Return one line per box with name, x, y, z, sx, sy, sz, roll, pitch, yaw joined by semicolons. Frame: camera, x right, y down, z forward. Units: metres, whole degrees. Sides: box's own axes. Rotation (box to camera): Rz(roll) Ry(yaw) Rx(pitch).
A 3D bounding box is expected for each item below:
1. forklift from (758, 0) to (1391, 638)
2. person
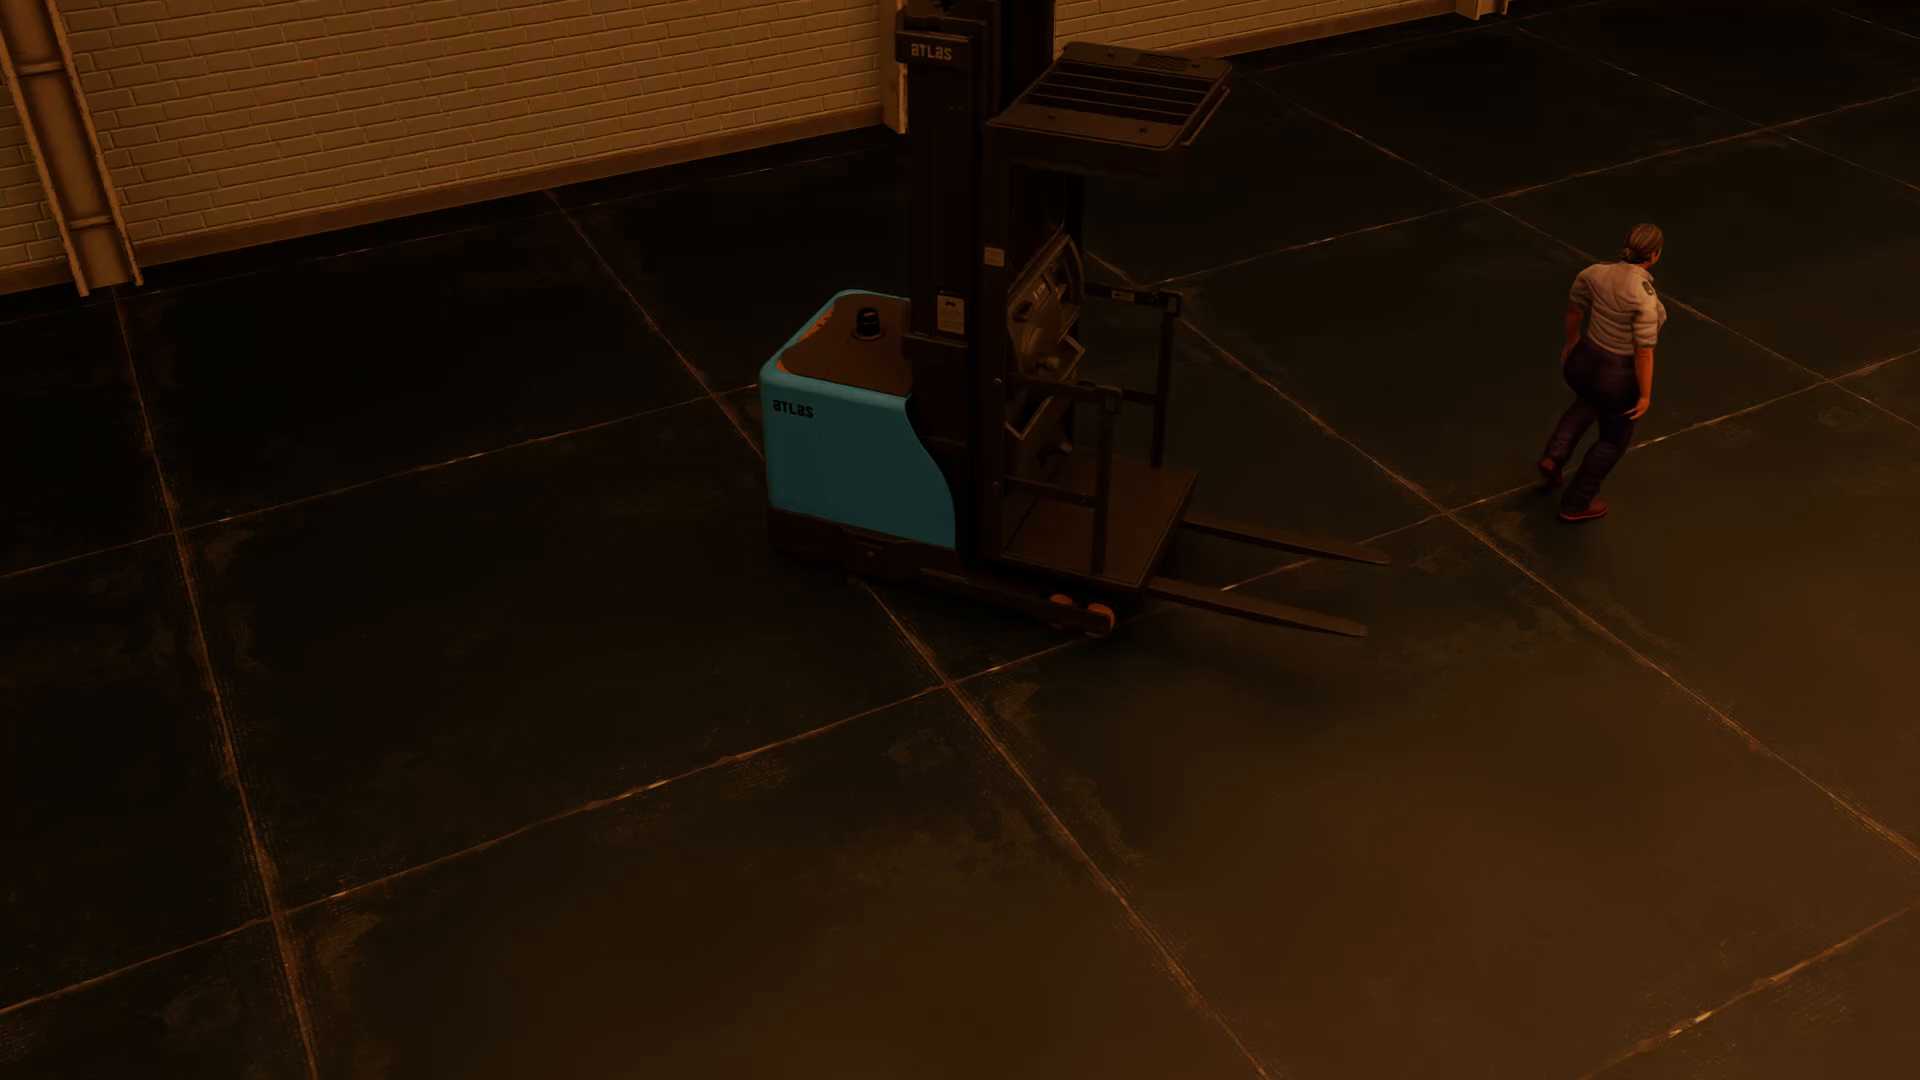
forklift;0.584;-1.074;7.642;3.031;2.935;1.130;13;37;18
person;3.335;-0.868;8.487;0.465;1.637;0.596;-18;39;-24
